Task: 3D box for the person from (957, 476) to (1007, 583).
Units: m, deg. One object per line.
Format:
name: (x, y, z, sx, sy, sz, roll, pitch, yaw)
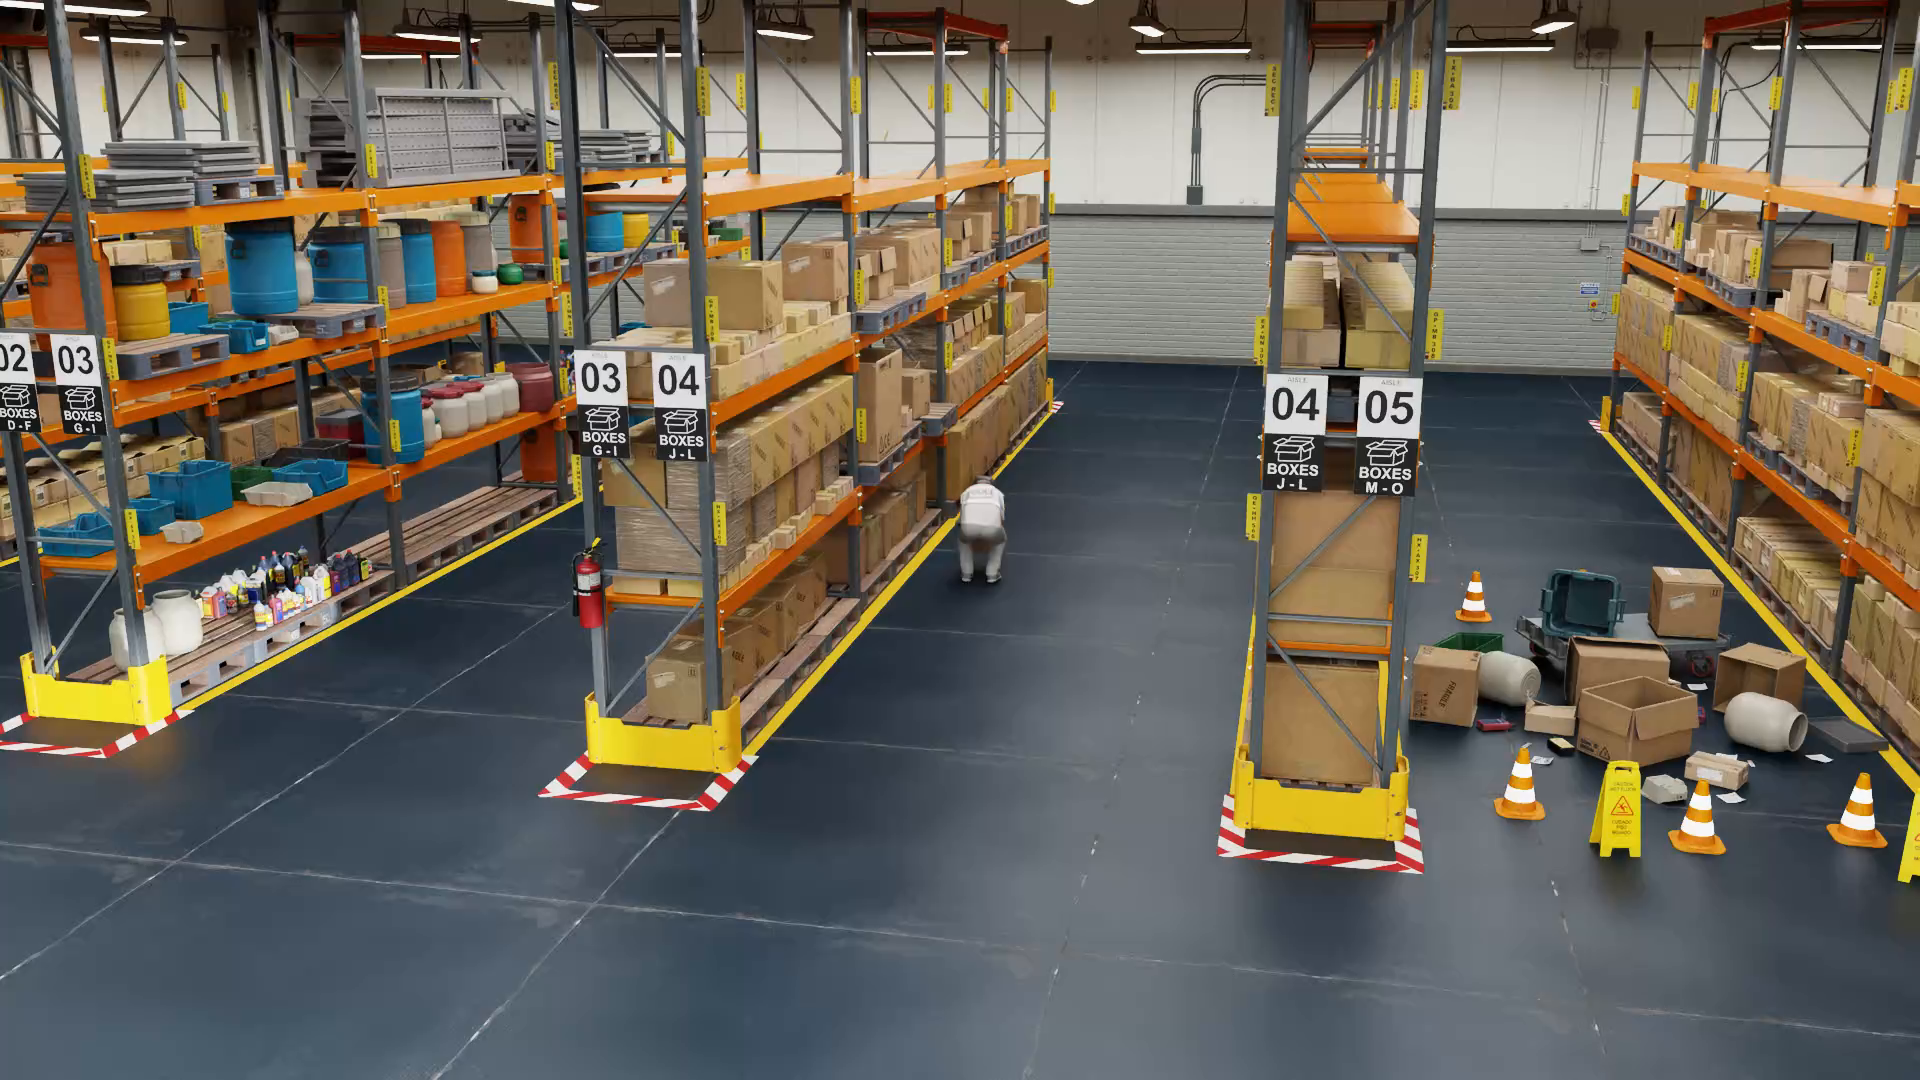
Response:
person: (0.238, -0.114, 17.888, 0.544, 1.027, 1.019, 2, 15, 7)
